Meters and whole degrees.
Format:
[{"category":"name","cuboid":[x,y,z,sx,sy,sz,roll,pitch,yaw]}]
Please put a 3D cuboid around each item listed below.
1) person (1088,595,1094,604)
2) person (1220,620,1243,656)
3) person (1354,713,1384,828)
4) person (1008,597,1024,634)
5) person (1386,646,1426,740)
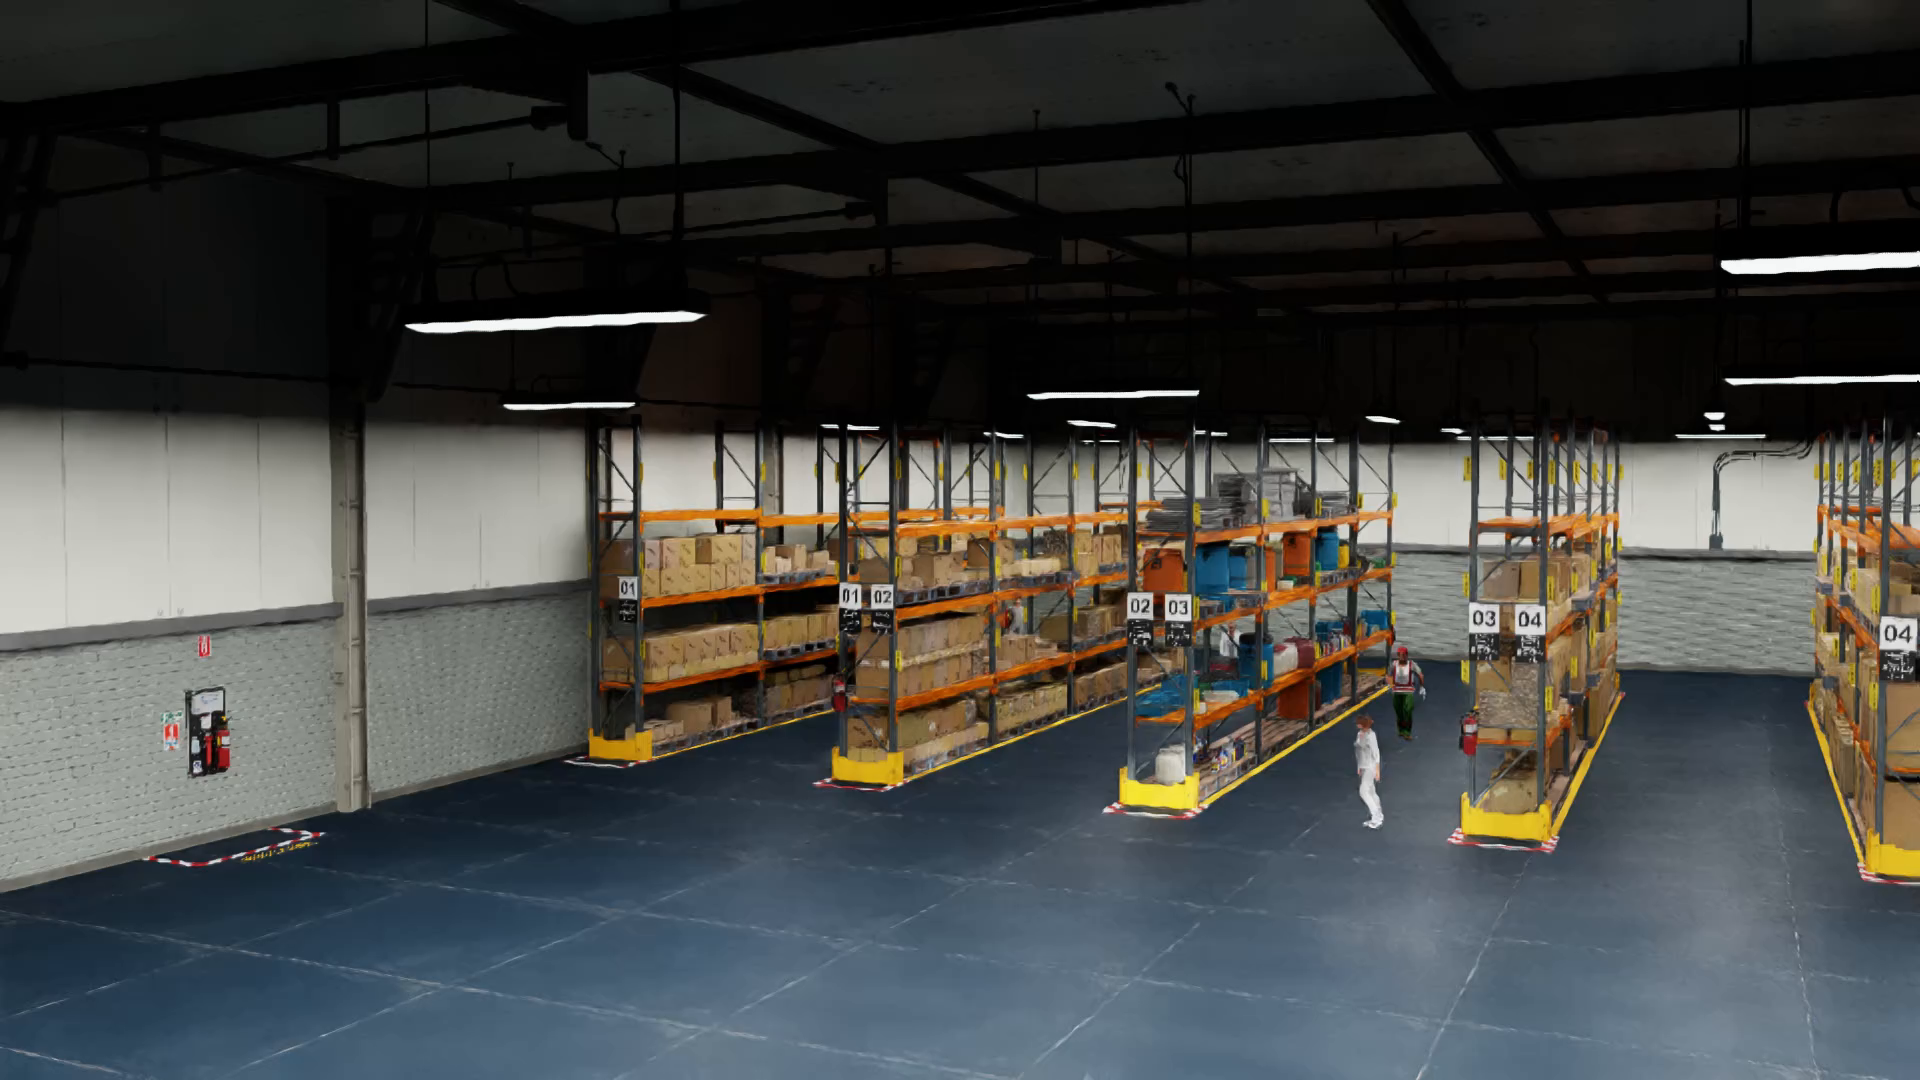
[{"category":"person","cuboid":[3.722,2.313,46.201,0.491,1.571,1.001,1,3,24]},{"category":"person","cuboid":[6.037,2.618,36.864,0.598,1.698,1.194,1,3,27]},{"category":"person","cuboid":[5.777,3.257,23.416,0.430,1.544,0.520,0,2,-12]},{"category":"person","cuboid":[1.428,2.326,44.918,0.638,1.657,0.494,-1,2,-15]},{"category":"person","cuboid":[8.311,2.852,31.137,0.682,1.749,0.680,1,3,28]}]
